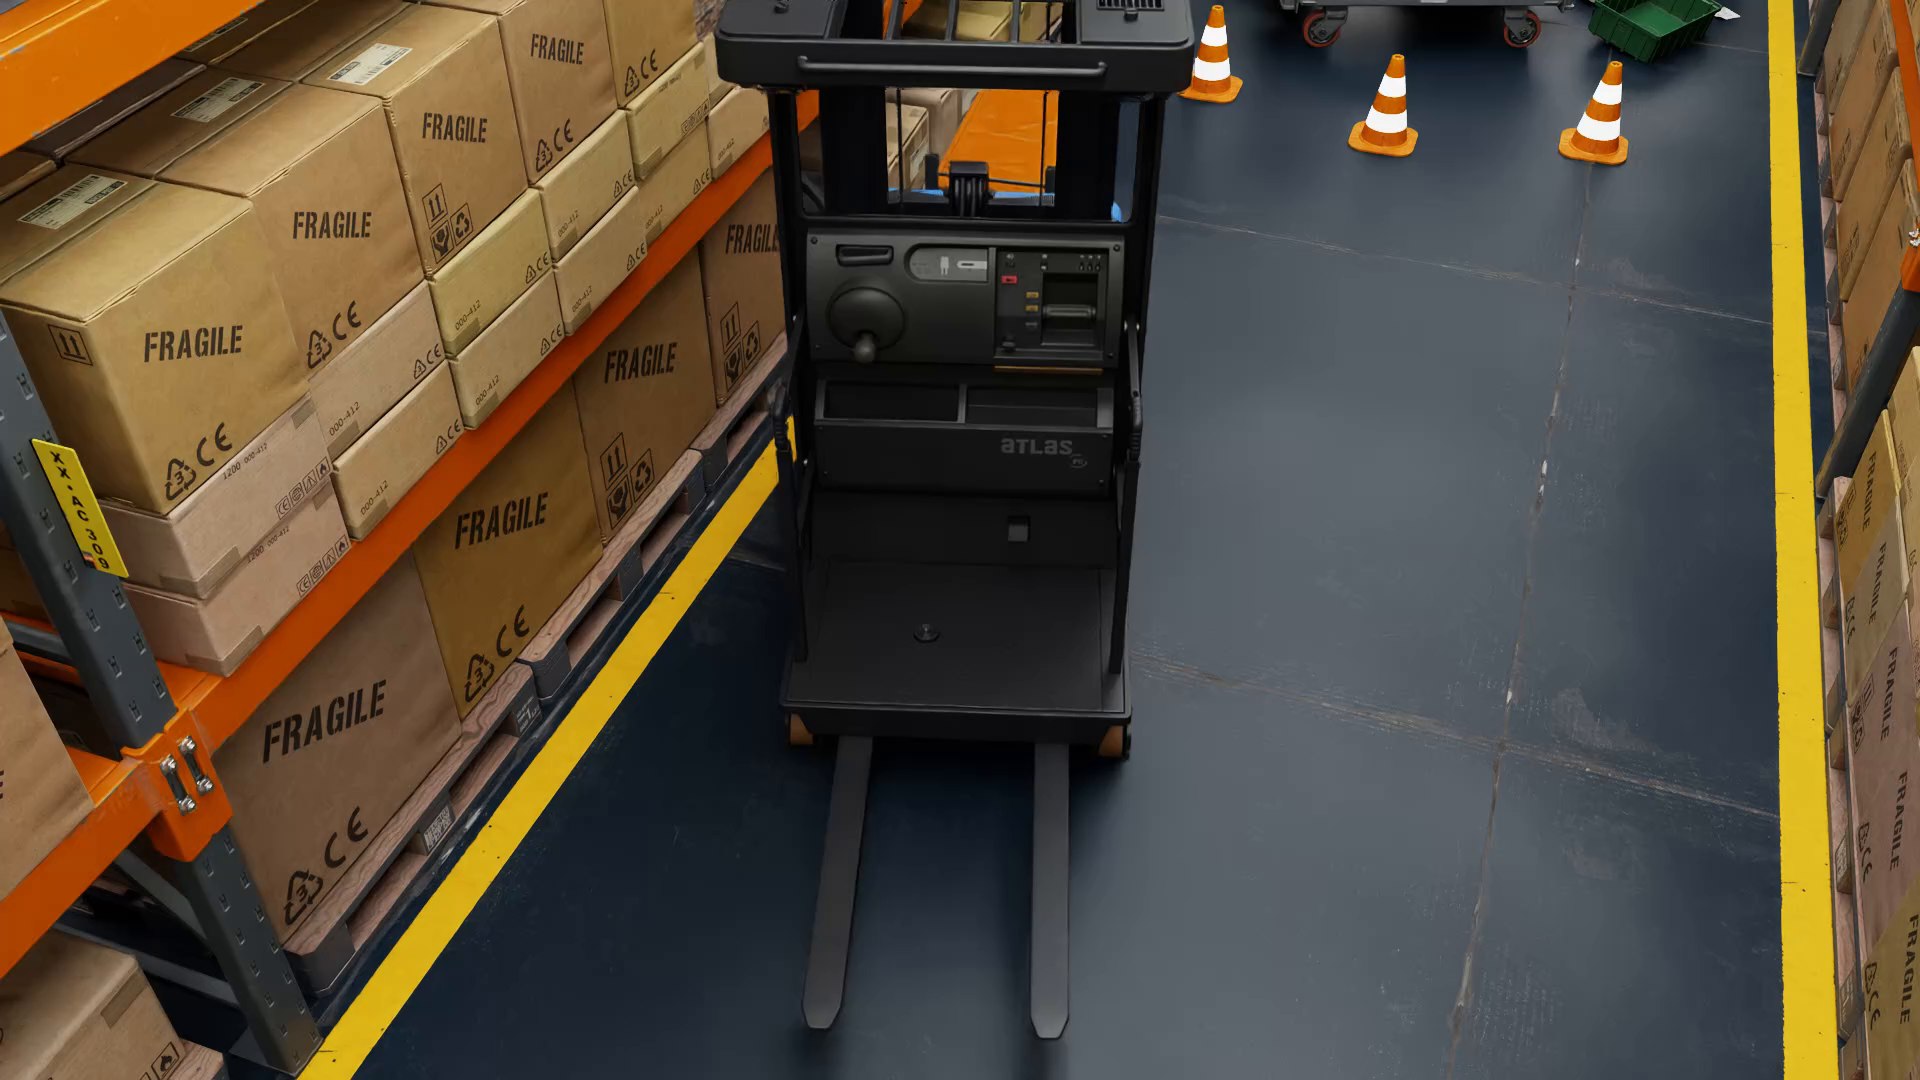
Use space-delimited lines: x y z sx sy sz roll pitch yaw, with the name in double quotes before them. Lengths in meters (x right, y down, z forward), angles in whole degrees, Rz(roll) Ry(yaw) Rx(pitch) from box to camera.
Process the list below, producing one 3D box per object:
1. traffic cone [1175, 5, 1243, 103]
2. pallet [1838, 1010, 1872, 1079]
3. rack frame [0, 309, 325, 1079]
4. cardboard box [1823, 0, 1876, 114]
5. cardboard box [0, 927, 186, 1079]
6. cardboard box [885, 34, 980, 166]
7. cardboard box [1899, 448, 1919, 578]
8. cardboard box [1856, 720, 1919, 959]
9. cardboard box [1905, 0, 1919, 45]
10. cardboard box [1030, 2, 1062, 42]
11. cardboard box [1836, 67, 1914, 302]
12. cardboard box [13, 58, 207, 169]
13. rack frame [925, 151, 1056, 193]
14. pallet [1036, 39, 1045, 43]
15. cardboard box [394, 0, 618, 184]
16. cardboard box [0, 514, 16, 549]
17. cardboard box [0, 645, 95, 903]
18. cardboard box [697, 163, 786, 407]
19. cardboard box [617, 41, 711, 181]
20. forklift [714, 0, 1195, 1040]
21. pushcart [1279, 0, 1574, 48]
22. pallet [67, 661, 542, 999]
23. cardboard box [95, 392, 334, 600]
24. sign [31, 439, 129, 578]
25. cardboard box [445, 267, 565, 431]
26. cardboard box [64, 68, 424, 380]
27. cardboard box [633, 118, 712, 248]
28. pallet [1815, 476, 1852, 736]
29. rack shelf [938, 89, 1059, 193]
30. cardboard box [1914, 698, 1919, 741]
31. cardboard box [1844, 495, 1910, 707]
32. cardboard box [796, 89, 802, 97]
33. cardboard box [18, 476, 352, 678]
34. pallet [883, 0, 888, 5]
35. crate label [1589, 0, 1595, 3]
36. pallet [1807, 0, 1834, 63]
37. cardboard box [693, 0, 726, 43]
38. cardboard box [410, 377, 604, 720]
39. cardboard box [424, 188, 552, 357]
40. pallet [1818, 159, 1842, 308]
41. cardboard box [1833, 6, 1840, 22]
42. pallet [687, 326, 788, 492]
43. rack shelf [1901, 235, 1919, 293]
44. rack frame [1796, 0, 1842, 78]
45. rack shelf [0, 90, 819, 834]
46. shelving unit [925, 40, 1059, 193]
"traffic cone" 1.373 -2.668 9.021 0.336 0.463 0.334 13 42 15
"pallet" 2.697 1.801 3.976 1.003 0.211 1.213 13 42 15
"rack frame" -2.255 0.179 3.729 1.000 3.000 0.127 13 42 15
"cardboard box" 5.040 -2.569 8.360 1.050 0.750 0.750 13 42 15
"cardboard box" -2.570 1.353 4.004 0.875 0.438 0.875 13 42 14
"cardboard box" -0.439 -2.215 8.236 0.950 0.372 0.625 13 42 14
"cardboard box" 3.163 -0.042 5.013 0.500 0.250 0.500 13 42 15
"cardboard box" 2.803 0.875 4.516 0.500 0.500 0.500 12 42 14
"cardboard box" 4.044 -2.205 6.446 0.500 0.500 0.500 13 42 14
"cardboard box" 0.062 -3.101 9.275 0.950 0.372 0.625 16 43 18
"cardboard box" 4.388 -1.413 7.005 1.050 0.750 0.750 14 42 16
"cardboard box" -2.168 -0.885 4.129 0.500 0.500 0.500 14 42 16
"rack frame" 0.116 -0.982 6.534 0.500 1.125 0.032 9 41 10
"pallet" -0.199 -2.418 8.921 1.003 0.211 1.213 13 42 15
"cardboard box" -1.341 -1.383 4.712 0.500 0.500 0.500 13 42 14
"cardboard box" -2.332 -0.277 3.994 0.500 0.250 0.500 13 42 15
"cardboard box" -2.173 0.480 3.299 0.500 0.500 0.500 14 42 15
"cardboard box" -1.201 -1.210 6.670 0.875 0.875 0.875 13 42 15
"cardboard box" -1.141 -1.412 5.324 0.500 0.250 0.500 12 42 14
"forklift" 0.005 -0.627 4.726 1.130 2.935 3.031 2 41 2
"pushcart" 2.641 -3.227 9.742 1.648 0.377 0.936 0 40 0
"pallet" -2.061 0.752 5.206 1.003 0.211 1.213 13 42 15
"cardboard box" -1.839 -0.160 3.857 0.500 0.250 0.500 12 42 14
"sign" -1.732 -0.058 3.279 0.100 0.325 0.005 13 42 15
"cardboard box" -1.490 -0.599 4.756 0.500 0.250 0.500 13 42 15
"cardboard box" -1.686 -0.761 3.983 0.500 0.500 0.500 13 42 15
"cardboard box" -1.163 -1.219 5.483 0.500 0.250 0.500 13 42 15
"pallet" 3.531 0.313 5.720 1.003 0.211 1.213 13 42 15
"rack shelf" 0.238 -1.525 6.720 0.538 0.278 1.000 9 41 10
"cardboard box" 2.805 0.575 4.289 0.500 0.250 0.500 12 42 13
"cardboard box" 3.149 0.250 5.249 0.500 0.500 0.500 14 42 16
"cardboard box" -0.816 -1.838 6.209 0.500 0.250 0.500 12 42 14
"cardboard box" -1.856 0.026 4.024 0.500 0.250 0.500 12 42 14
"pallet" -0.743 -2.646 7.188 1.213 0.211 1.003 13 42 15
"crate label" 3.890 -3.338 10.057 0.298 0.136 0.250 -13 42 -15
"pallet" 5.501 -3.049 9.661 1.003 0.211 1.213 13 42 15
"cardboard box" -0.985 -1.991 5.425 0.500 0.500 0.500 14 42 16
"cardboard box" -1.816 -0.121 5.395 0.875 0.875 0.875 14 43 16
"cardboard box" -1.490 -0.786 4.591 0.500 0.250 0.500 14 42 16
"pallet" 4.559 -1.369 7.692 1.003 0.211 1.213 13 42 15
"cardboard box" 5.448 -3.383 9.218 0.875 0.875 0.875 14 42 16
"pallet" -1.227 -0.736 6.950 1.003 0.211 1.213 13 42 15
"rack shelf" 3.116 0.270 4.177 1.077 0.370 4.000 13 42 15
"rack frame" 5.167 -3.664 8.233 1.000 3.000 0.127 13 42 15
"rack shelf" -1.571 -0.767 5.393 1.077 0.370 4.000 13 42 15
"shelving unit" 0.238 -1.302 6.910 0.538 1.125 1.048 9 41 10
